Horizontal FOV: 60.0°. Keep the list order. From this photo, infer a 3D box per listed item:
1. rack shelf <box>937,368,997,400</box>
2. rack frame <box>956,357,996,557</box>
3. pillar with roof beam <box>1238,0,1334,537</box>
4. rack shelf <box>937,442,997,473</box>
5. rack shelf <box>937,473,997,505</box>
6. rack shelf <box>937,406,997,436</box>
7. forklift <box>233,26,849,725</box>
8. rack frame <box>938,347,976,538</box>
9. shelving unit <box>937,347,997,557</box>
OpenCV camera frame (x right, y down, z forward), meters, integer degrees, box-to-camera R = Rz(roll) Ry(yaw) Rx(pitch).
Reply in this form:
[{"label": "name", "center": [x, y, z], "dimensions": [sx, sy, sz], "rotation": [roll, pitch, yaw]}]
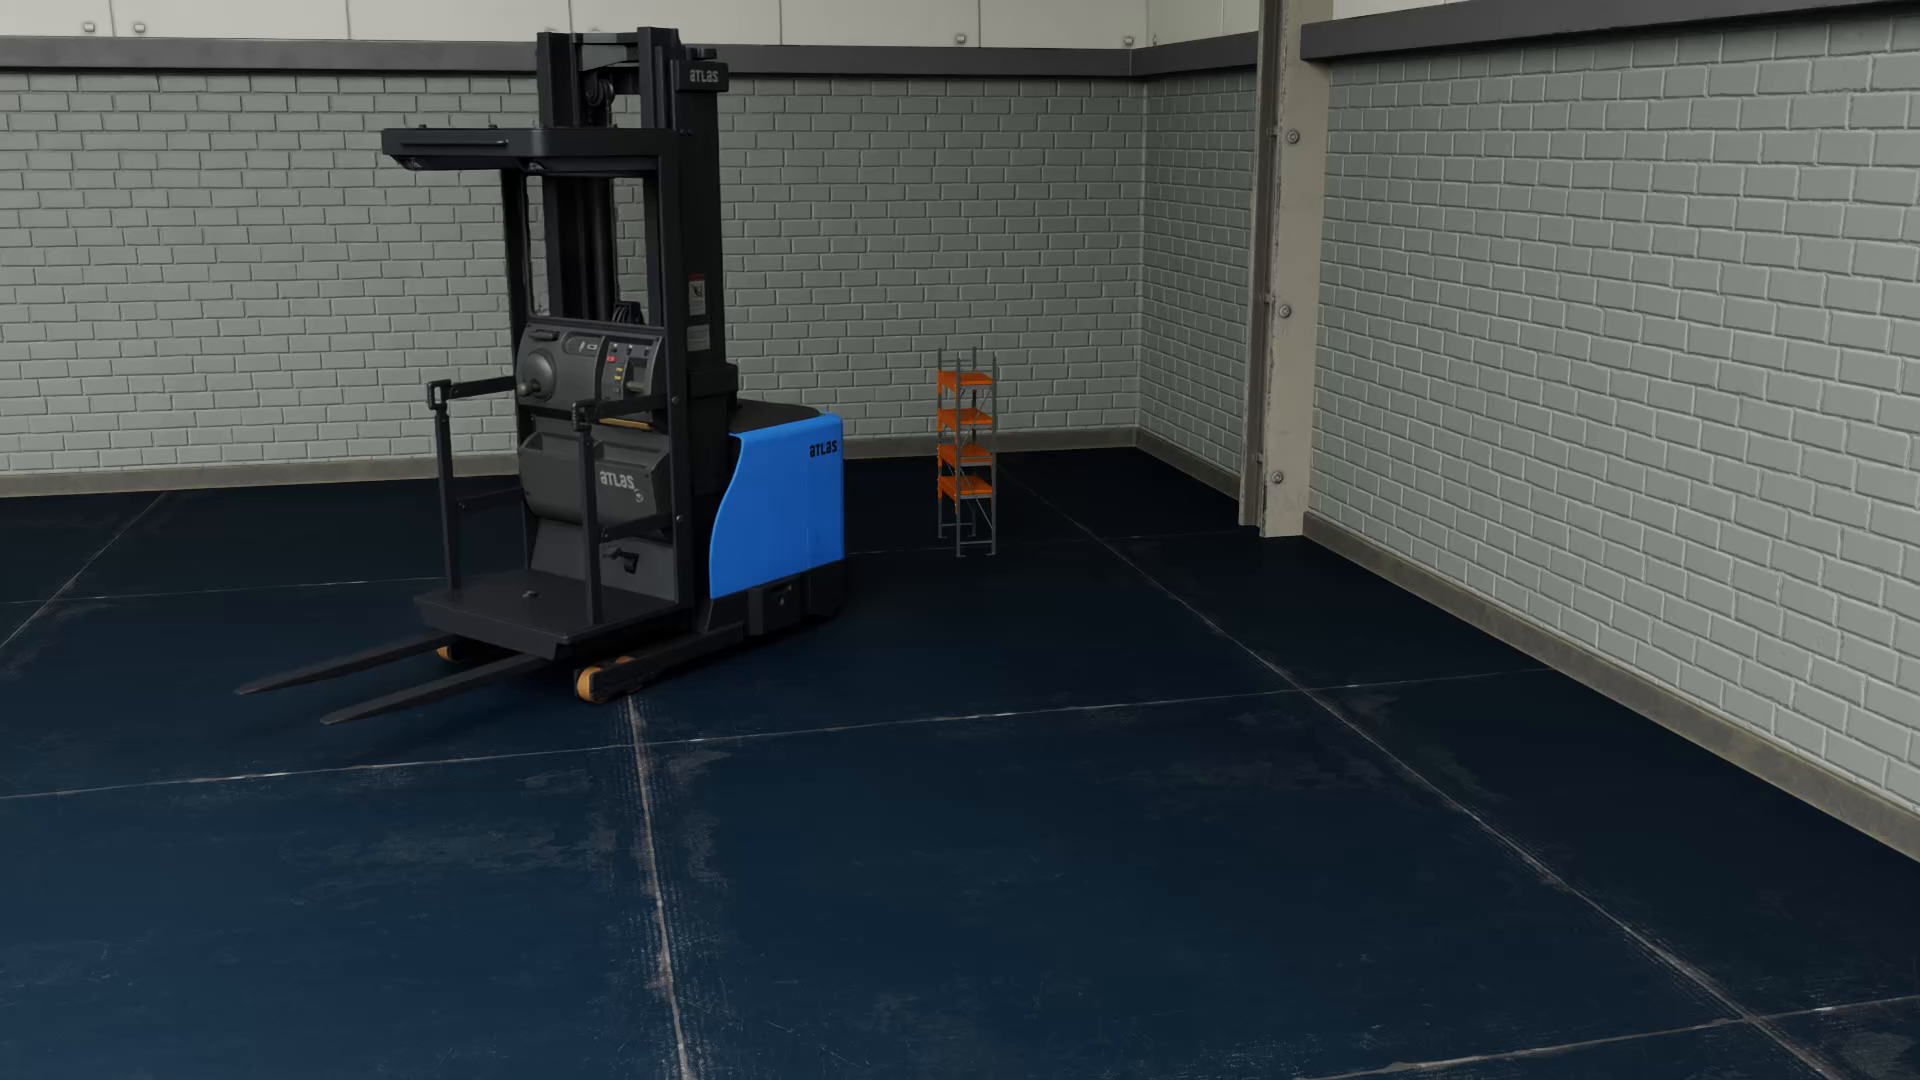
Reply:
[{"label": "rack shelf", "center": [0.039, -0.926, 10.035], "dimensions": [0.258, 0.148, 0.480], "rotation": [-3, 14, -13]}, {"label": "rack frame", "center": [0.096, -0.488, 9.898], "dimensions": [0.240, 1.200, 0.015], "rotation": [-3, 14, -13]}, {"label": "pillar with roof beam", "center": [-2.171, -4.202, 8.668], "dimensions": [9.100, 9.000, 0.400], "rotation": [-3, 14, -13]}, {"label": "rack shelf", "center": [0.039, -0.479, 10.144], "dimensions": [0.258, 0.148, 0.480], "rotation": [-3, 14, -13]}, {"label": "rack shelf", "center": [0.039, -0.286, 10.191], "dimensions": [0.258, 0.148, 0.480], "rotation": [-3, 14, -13]}, {"label": "rack shelf", "center": [0.039, -0.697, 10.091], "dimensions": [0.258, 0.148, 0.480], "rotation": [-3, 14, -13]}, {"label": "forklift", "center": [-1.863, -0.822, 7.615], "dimensions": [1.130, 2.935, 3.031], "rotation": [10, 17, 35]}, {"label": "rack frame", "center": [-0.018, -0.601, 10.359], "dimensions": [0.240, 1.200, 0.015], "rotation": [-3, 14, -13]}, {"label": "shelving unit", "center": [0.039, -0.545, 10.128], "dimensions": [0.258, 1.200, 0.503], "rotation": [-3, 14, -13]}]
